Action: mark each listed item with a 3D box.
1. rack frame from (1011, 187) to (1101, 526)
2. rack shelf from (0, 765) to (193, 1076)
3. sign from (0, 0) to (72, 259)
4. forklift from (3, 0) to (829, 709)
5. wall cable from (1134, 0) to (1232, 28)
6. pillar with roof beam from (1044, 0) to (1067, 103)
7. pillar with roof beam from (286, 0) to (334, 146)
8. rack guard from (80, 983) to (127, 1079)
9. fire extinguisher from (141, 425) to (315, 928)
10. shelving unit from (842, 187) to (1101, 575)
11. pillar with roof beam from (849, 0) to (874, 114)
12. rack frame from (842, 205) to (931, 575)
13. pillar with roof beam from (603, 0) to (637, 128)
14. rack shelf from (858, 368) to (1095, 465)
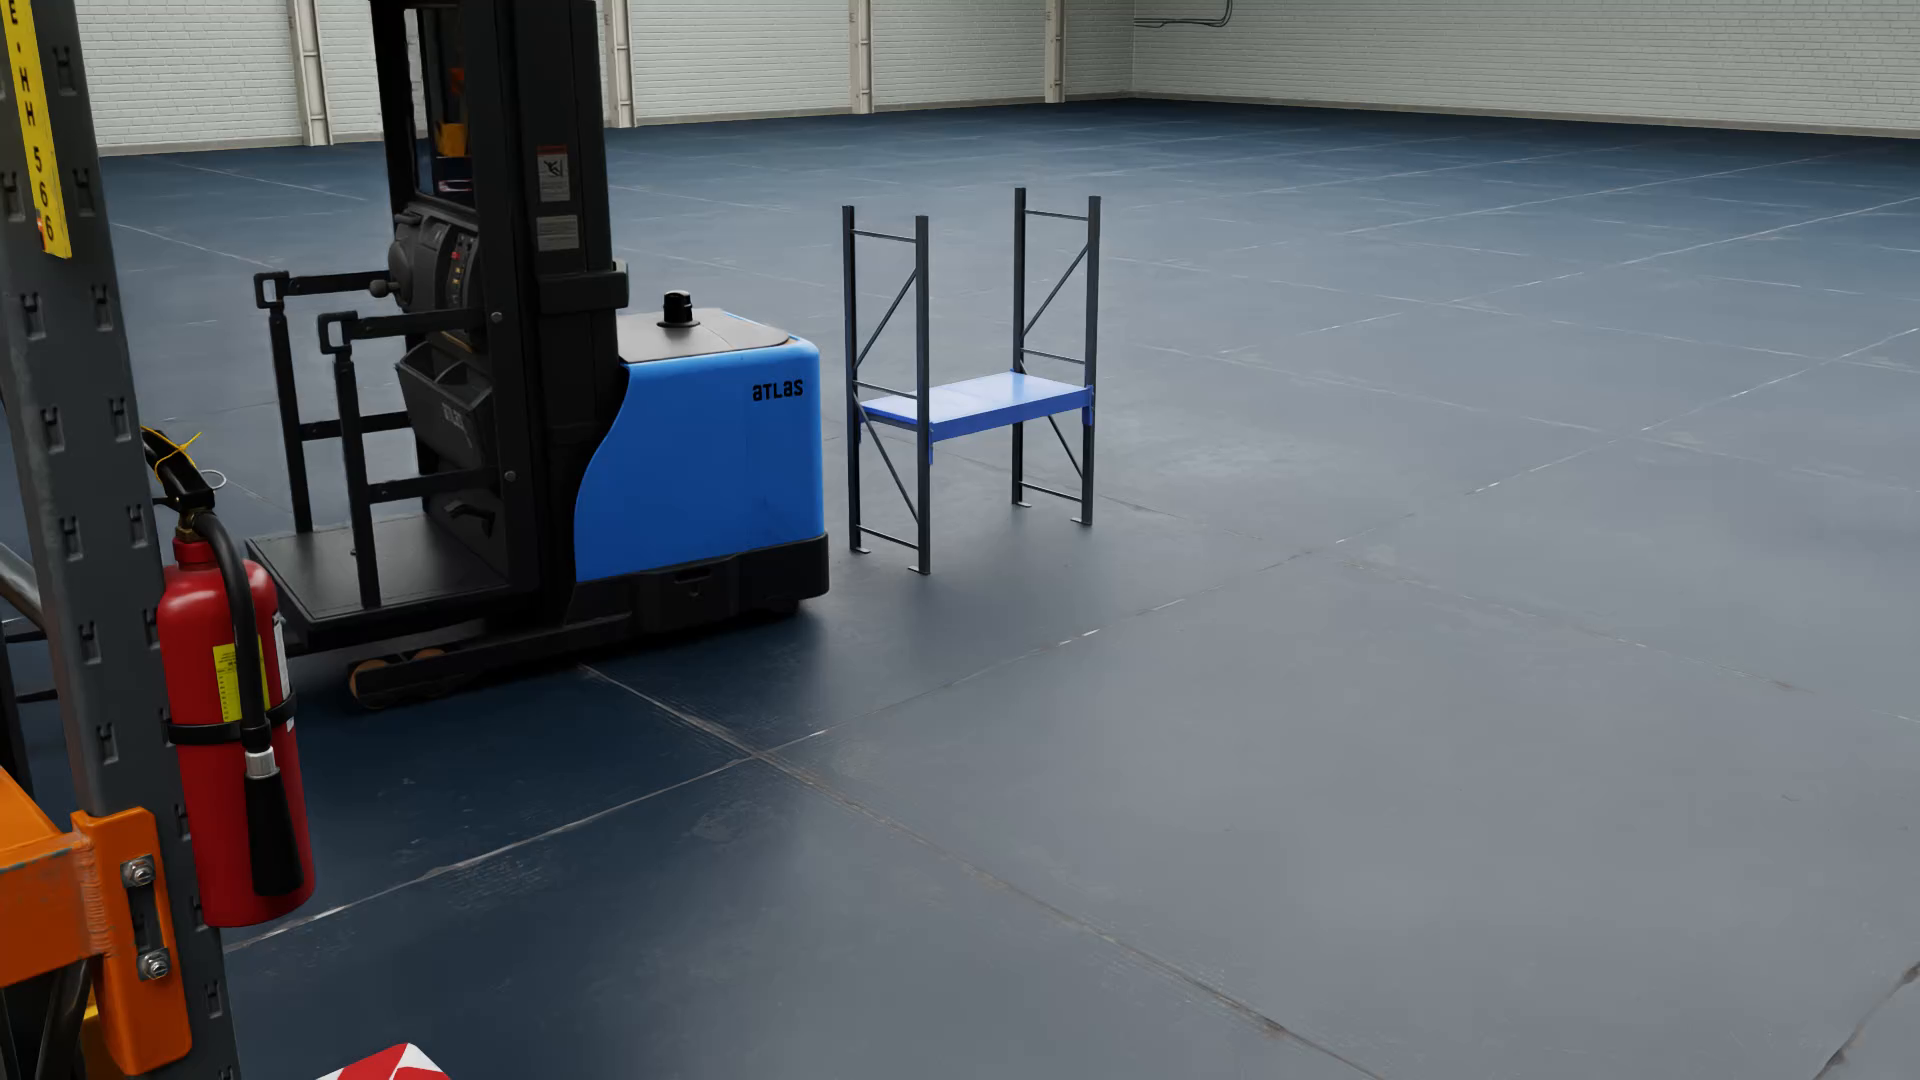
[{"bbox_3d":[0.431,-0.839,7.641,0.032,1.500,0.500,-16,24,-41],"label":"rack frame"},{"bbox_3d":[-2.840,0.827,1.238,4.000,0.370,1.077,-16,24,-41],"label":"rack shelf"},{"bbox_3d":[-1.025,-0.478,1.835,0.005,0.325,0.100,-16,24,-41],"label":"sign"},{"bbox_3d":[-2.037,-1.000,5.816,3.031,2.935,1.130,-11,21,-31],"label":"forklift"},{"bbox_3d":[5.310,-13.608,39.901,0.112,2.526,3.097,-16,24,-41],"label":"wall cable"},{"bbox_3d":[5.219,-13.793,35.435,0.400,9.000,9.100,-16,24,-41],"label":"pillar with roof beam"},{"bbox_3d":[-7.860,-9.979,23.671,0.400,9.000,9.100,-16,24,-41],"label":"pillar with roof beam"},{"bbox_3d":[-1.370,1.245,2.835,0.348,0.500,1.175,-16,24,-41],"label":"rack guard"},{"bbox_3d":[-0.982,0.177,2.202,0.183,0.674,0.296,-16,24,-41],"label":"fire extinguisher"},{"bbox_3d":[0.062,-0.732,7.309,1.048,1.500,0.538,-16,24,-41],"label":"shelving unit"},{"bbox_3d":[0.859,-12.521,31.514,0.400,9.000,9.100,-16,24,-41],"label":"pillar with roof beam"},{"bbox_3d":[-0.307,-0.624,6.977,0.032,1.500,0.500,-16,24,-41],"label":"rack frame"},{"bbox_3d":[-3.501,-11.250,27.593,0.400,9.000,9.100,-16,24,-41],"label":"pillar with roof beam"},{"bbox_3d":[0.062,-0.560,7.365,1.000,0.185,0.538,-16,24,-41],"label":"rack shelf"}]
